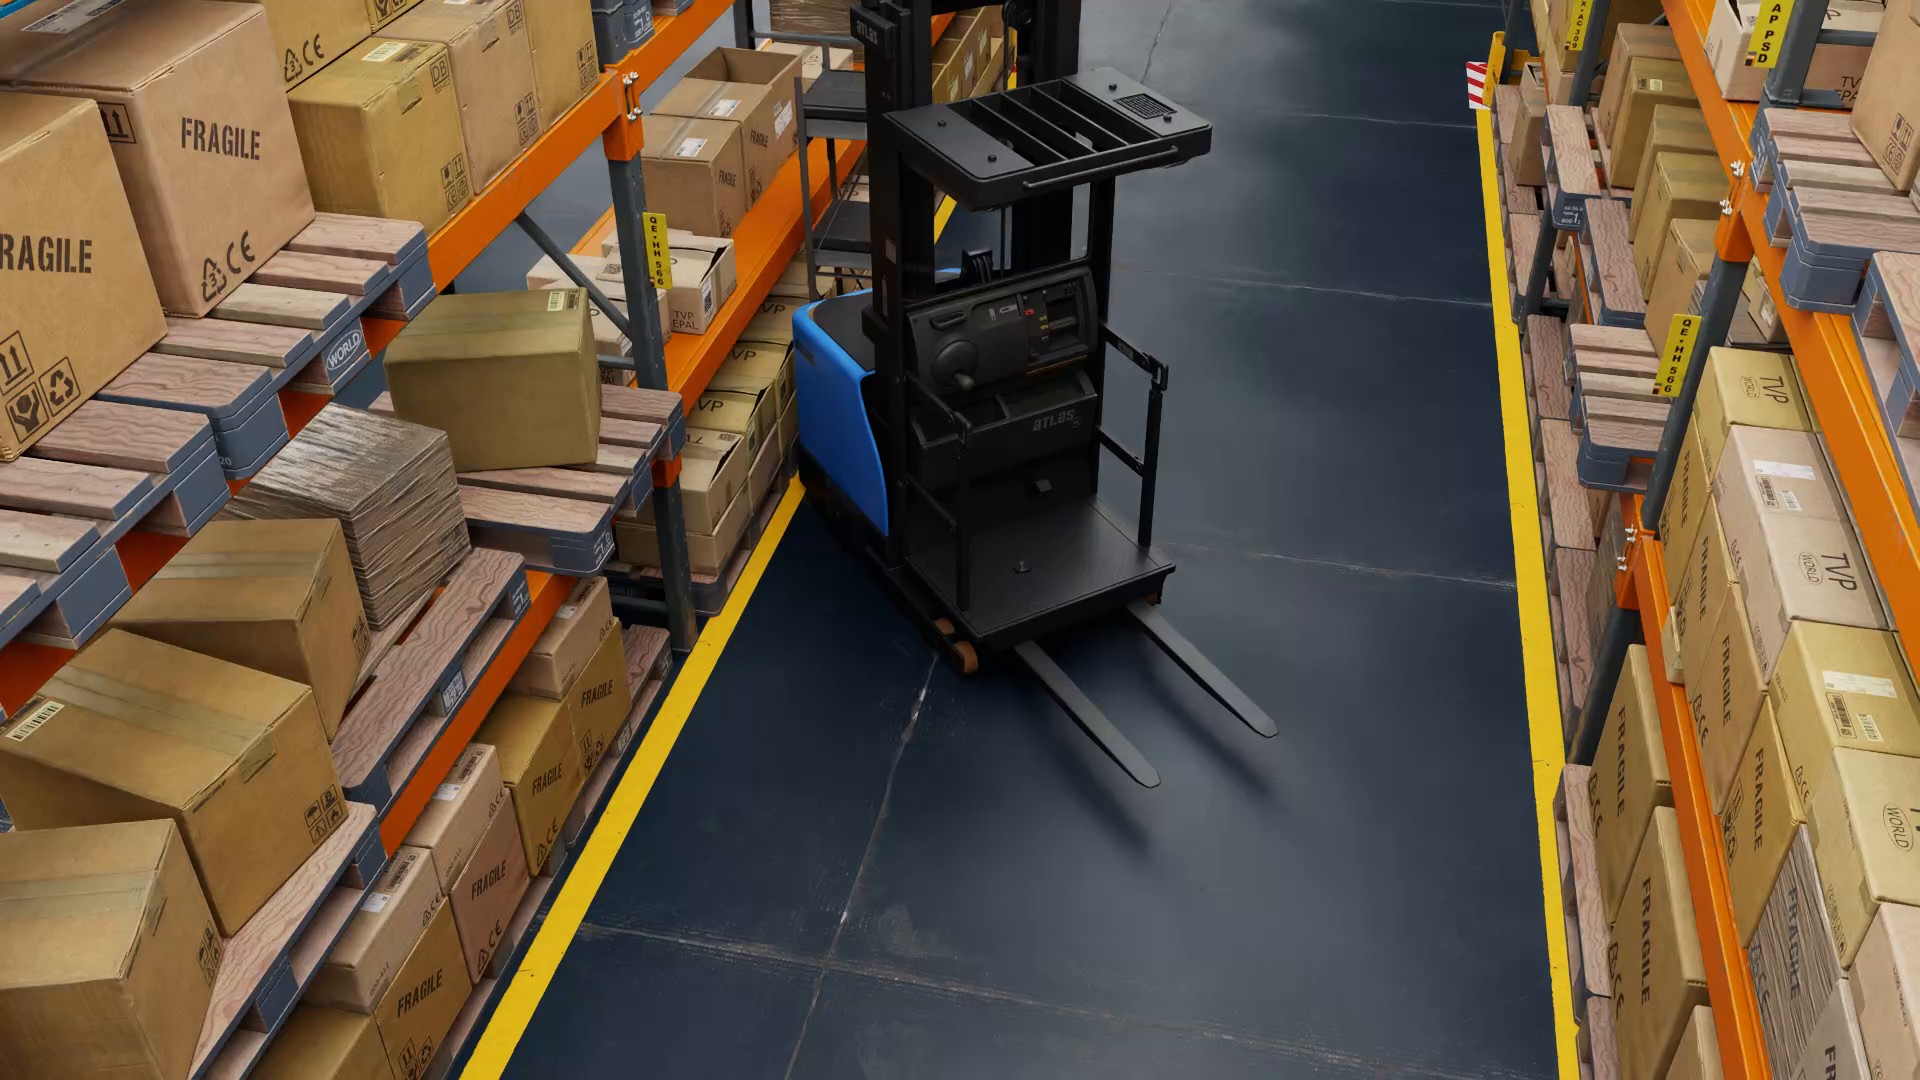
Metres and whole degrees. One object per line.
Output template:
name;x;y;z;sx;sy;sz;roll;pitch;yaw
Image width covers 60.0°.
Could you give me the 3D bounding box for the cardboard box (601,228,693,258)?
cardboard box;-1.522;-1.414;8.129;0.380;0.149;0.250;10;37;13

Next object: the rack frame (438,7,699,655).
rack frame;-1.740;-0.777;7.036;1.000;3.000;0.127;7;37;10

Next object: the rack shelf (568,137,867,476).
rack shelf;-1.313;-1.633;8.830;1.077;0.370;4.000;7;37;10

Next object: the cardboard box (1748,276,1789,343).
cardboard box;3.145;-0.841;6.112;0.380;0.149;0.250;3;36;4

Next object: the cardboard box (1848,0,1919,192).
cardboard box;3.055;-1.312;4.758;0.700;0.500;0.500;5;36;6

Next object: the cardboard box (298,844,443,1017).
cardboard box;-2.039;1.226;5.388;0.500;0.250;0.500;7;37;10

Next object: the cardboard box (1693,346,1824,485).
cardboard box;2.745;-0.387;5.503;0.500;0.250;0.500;8;37;11

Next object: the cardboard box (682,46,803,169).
cardboard box;-1.178;-2.371;9.150;0.500;0.500;0.500;10;37;13

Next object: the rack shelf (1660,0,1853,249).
rack shelf;3.528;-2.228;7.096;1.077;0.370;4.000;7;37;10

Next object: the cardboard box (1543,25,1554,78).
cardboard box;3.874;-2.993;10.205;0.500;0.250;0.500;7;37;10

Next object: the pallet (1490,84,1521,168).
pallet;4.585;-3.111;12.633;1.003;0.211;1.213;7;37;10

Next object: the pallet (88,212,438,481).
pallet;-2.168;-0.583;4.372;1.213;0.211;1.003;7;37;10

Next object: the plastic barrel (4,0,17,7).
plastic barrel;-6.102;-3.713;10.660;0.600;0.901;0.708;7;37;10

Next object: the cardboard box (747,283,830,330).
cardboard box;-1.017;-1.214;9.146;0.500;0.311;0.500;7;36;9

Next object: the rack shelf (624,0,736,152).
rack shelf;-1.313;-2.847;7.949;1.077;0.370;4.000;7;37;10

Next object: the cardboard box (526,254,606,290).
cardboard box;-1.818;-1.226;7.869;0.380;0.149;0.250;7;37;10

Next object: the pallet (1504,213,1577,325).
pallet;4.064;-1.712;10.702;1.003;0.211;1.213;7;37;10

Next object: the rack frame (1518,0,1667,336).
rack frame;3.955;-2.452;9.347;1.000;3.000;0.127;7;37;10

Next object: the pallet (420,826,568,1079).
pallet;-2.199;1.472;6.309;1.003;0.211;1.213;7;37;10

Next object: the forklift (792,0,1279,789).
forklift;0.310;-0.867;7.219;1.130;2.935;3.031;-18;40;-24

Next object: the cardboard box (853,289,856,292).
cardboard box;-0.909;-1.270;9.702;0.500;0.250;0.500;8;37;11

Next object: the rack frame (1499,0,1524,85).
rack frame;4.809;-4.745;12.511;1.000;3.000;0.127;7;37;10

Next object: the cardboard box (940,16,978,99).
cardboard box;-0.162;-3.518;12.164;0.500;0.500;0.500;7;37;10

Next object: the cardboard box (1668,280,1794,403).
cardboard box;3.191;-0.648;6.398;0.700;0.500;0.500;3;36;4

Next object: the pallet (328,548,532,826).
pallet;-2.151;0.416;5.554;1.003;0.211;1.213;7;37;10

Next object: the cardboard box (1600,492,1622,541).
cardboard box;3.427;-0.025;7.753;0.700;0.500;0.500;7;37;10

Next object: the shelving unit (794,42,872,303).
shelving unit;-0.541;-1.499;8.791;0.431;2.100;0.503;7;36;10

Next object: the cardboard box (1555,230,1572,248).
cardboard box;4.137;-2.218;10.779;0.500;0.500;0.500;5;36;6

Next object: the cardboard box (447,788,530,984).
cardboard box;-1.927;1.221;6.035;0.500;0.500;0.500;6;36;8

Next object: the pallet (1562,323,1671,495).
pallet;3.149;-0.503;6.821;1.213;0.211;1.003;7;37;10

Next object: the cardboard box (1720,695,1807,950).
cardboard box;2.415;0.802;4.502;0.500;0.500;0.500;8;37;11

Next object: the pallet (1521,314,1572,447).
pallet;3.790;-0.876;9.549;1.003;0.211;1.213;7;37;10

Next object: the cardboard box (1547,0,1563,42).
cardboard box;3.855;-3.299;9.988;0.500;0.500;0.500;7;37;10

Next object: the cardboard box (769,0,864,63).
cardboard box;-0.797;-3.366;10.523;0.700;0.500;0.500;6;36;9

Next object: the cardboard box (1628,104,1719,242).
cardboard box;3.576;-1.682;7.825;0.700;0.500;0.500;12;38;16

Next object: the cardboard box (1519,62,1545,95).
cardboard box;4.573;-3.449;12.639;0.500;0.311;0.500;3;36;5

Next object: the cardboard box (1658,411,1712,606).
cardboard box;2.747;-0.081;5.720;0.500;0.500;0.500;8;37;11

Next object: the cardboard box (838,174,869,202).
cardboard box;-0.692;-2.086;10.350;0.500;0.311;0.500;7;37;10

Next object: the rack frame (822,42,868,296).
rack frame;-0.490;-1.638;8.985;0.400;2.100;0.015;7;36;10

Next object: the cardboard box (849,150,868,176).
cardboard box;-0.480;-2.657;10.977;0.500;0.500;0.500;7;37;10

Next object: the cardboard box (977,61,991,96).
cardboard box;-0.057;-3.501;12.780;0.500;0.250;0.500;7;37;10

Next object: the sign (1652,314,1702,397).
sign;2.568;-0.658;5.953;0.100;0.325;0.005;7;37;10

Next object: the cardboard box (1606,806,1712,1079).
cardboard box;2.622;1.448;5.440;0.750;0.750;0.750;7;37;10

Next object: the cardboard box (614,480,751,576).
cardboard box;-1.341;-0.097;8.084;0.500;0.250;0.500;7;37;10

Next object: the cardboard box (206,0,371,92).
cardboard box;-2.057;-1.603;4.683;0.500;0.500;0.500;7;37;10

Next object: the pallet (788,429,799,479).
pallet;-1.263;-0.813;9.461;1.003;0.211;1.213;7;37;10

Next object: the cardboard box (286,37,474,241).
cardboard box;-2.020;-1.187;4.961;0.910;0.500;0.500;7;37;10

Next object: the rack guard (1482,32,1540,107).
rack guard;4.793;-3.689;13.184;1.175;0.500;0.348;7;37;10

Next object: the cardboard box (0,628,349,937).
cardboard box;-2.190;0.660;4.611;0.700;0.500;0.500;13;38;17

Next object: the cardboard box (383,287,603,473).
cardboard box;-1.764;-0.613;6.366;0.700;0.500;0.500;-4;36;-6

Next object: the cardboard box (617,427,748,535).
cardboard box;-1.341;-0.324;7.919;0.500;0.311;0.500;9;37;12

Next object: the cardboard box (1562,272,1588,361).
cardboard box;3.814;-1.194;9.366;0.700;0.500;0.500;9;37;12

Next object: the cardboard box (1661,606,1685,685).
cardboard box;2.602;0.380;5.637;0.380;0.149;0.250;8;37;11
